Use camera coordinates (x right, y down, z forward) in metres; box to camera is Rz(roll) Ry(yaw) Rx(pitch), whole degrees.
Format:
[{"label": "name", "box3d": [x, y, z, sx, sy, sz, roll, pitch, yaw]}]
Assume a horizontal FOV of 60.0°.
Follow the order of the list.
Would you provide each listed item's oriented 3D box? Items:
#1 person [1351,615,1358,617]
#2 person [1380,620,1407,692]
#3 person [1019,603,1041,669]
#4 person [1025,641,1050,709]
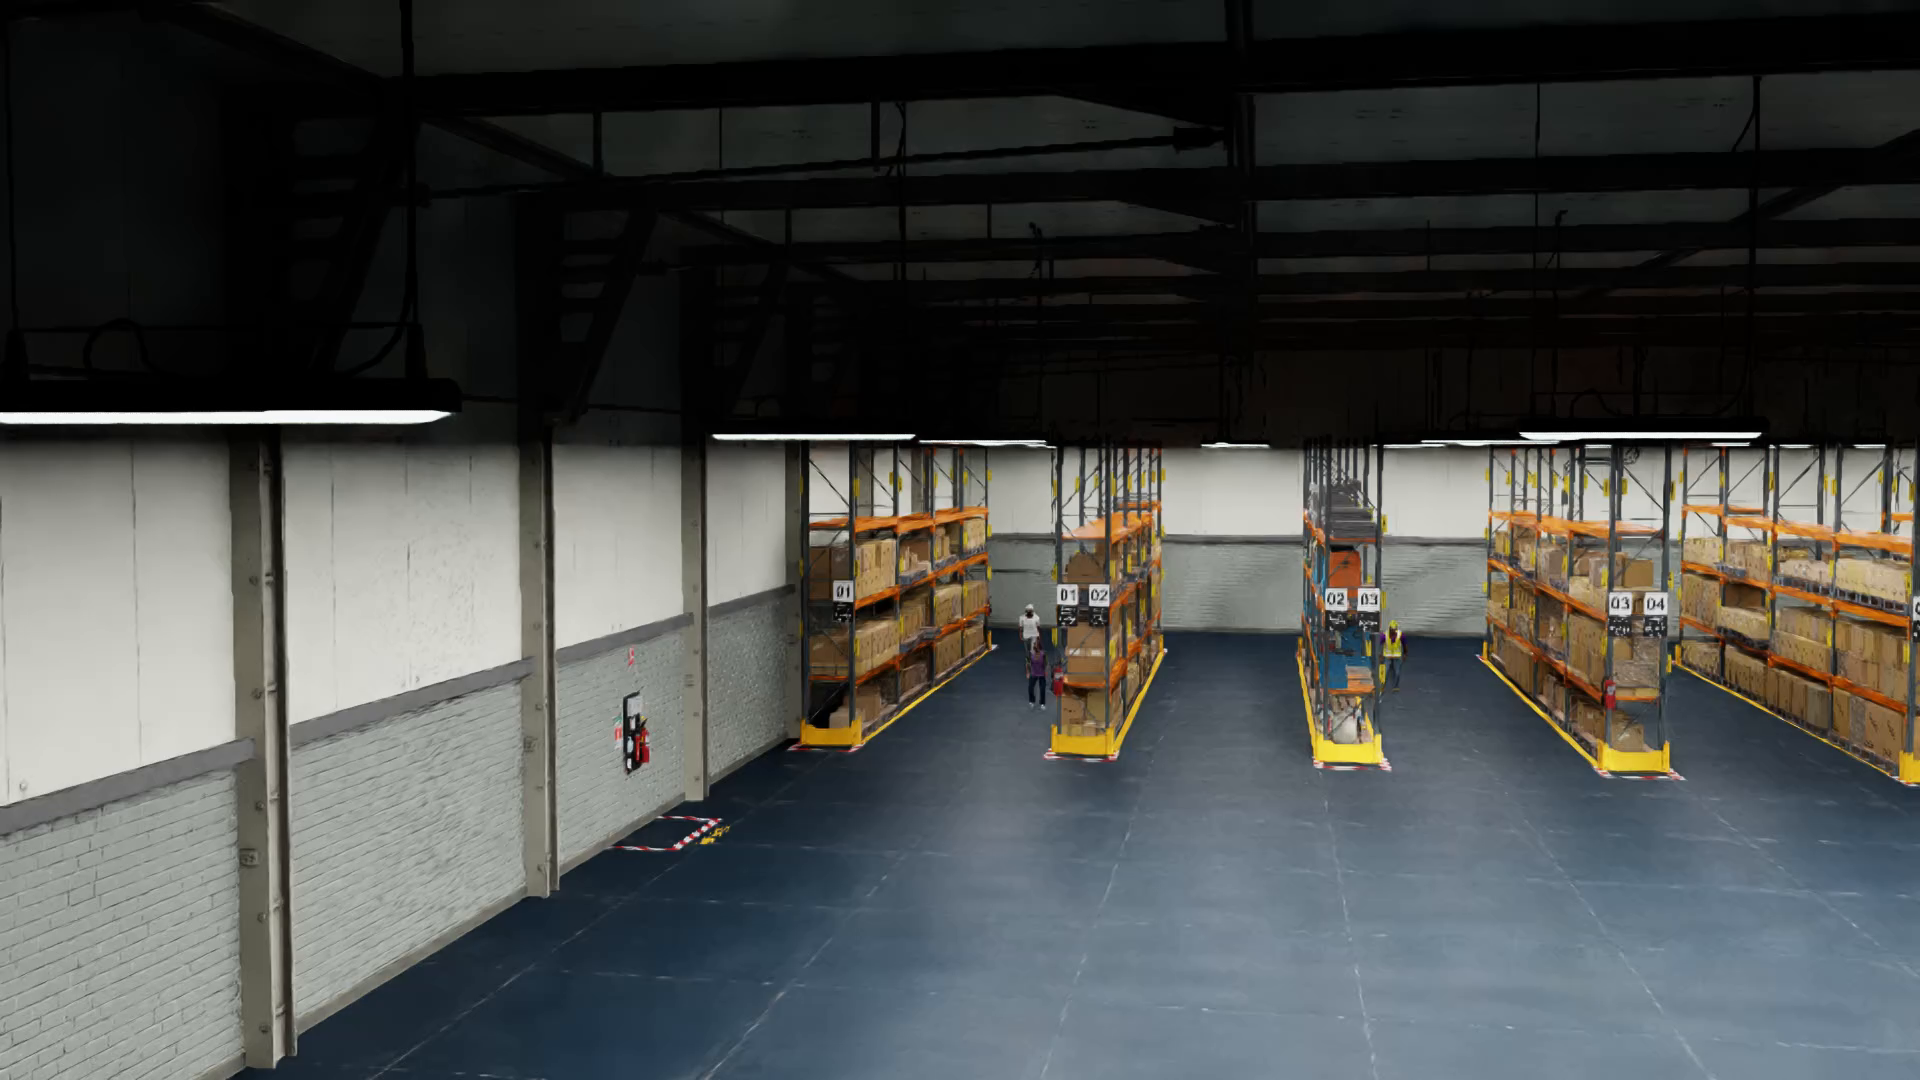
[{"label": "person", "box3d": [11.343, 2.350, 47.647, 0.660, 1.580, 0.811, 0, 3, -8]}, {"label": "person", "box3d": [10.206, 2.748, 39.322, 0.719, 1.714, 0.578, 0, 3, 8]}, {"label": "person", "box3d": [1.819, 2.506, 43.671, 0.577, 1.691, 1.121, 1, 3, 12]}, {"label": "person", "box3d": [1.712, 2.972, 36.726, 0.566, 1.541, 0.519, 0, 3, 8]}]
